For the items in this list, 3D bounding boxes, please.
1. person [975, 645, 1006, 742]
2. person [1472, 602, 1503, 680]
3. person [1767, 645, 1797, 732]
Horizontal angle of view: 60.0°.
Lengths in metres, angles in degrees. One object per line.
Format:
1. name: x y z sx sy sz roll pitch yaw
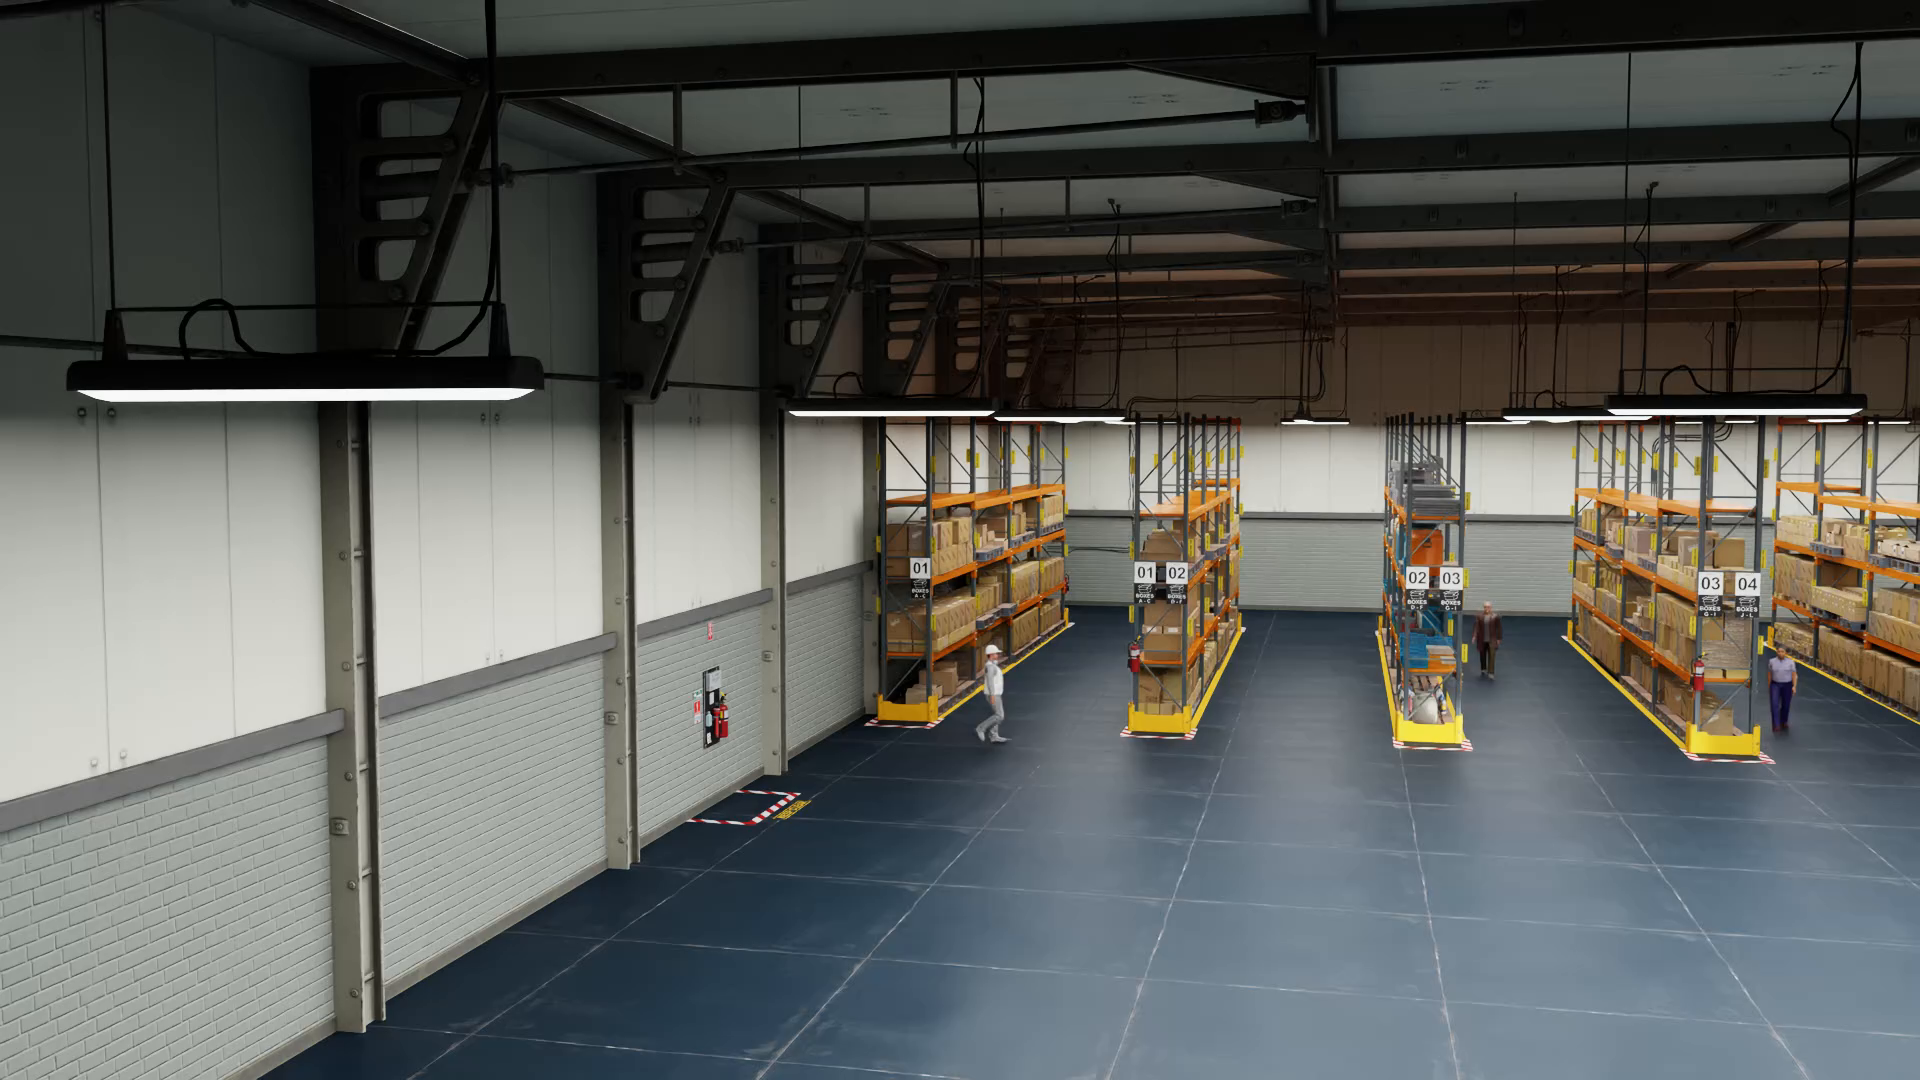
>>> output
1. person: 0.560 2.785 30.127 0.570 1.763 0.553 0 4 1
2. person: 12.031 2.270 37.958 0.678 1.713 1.141 1 4 16
3. person: 15.469 2.785 31.286 0.501 1.596 0.949 2 4 24
